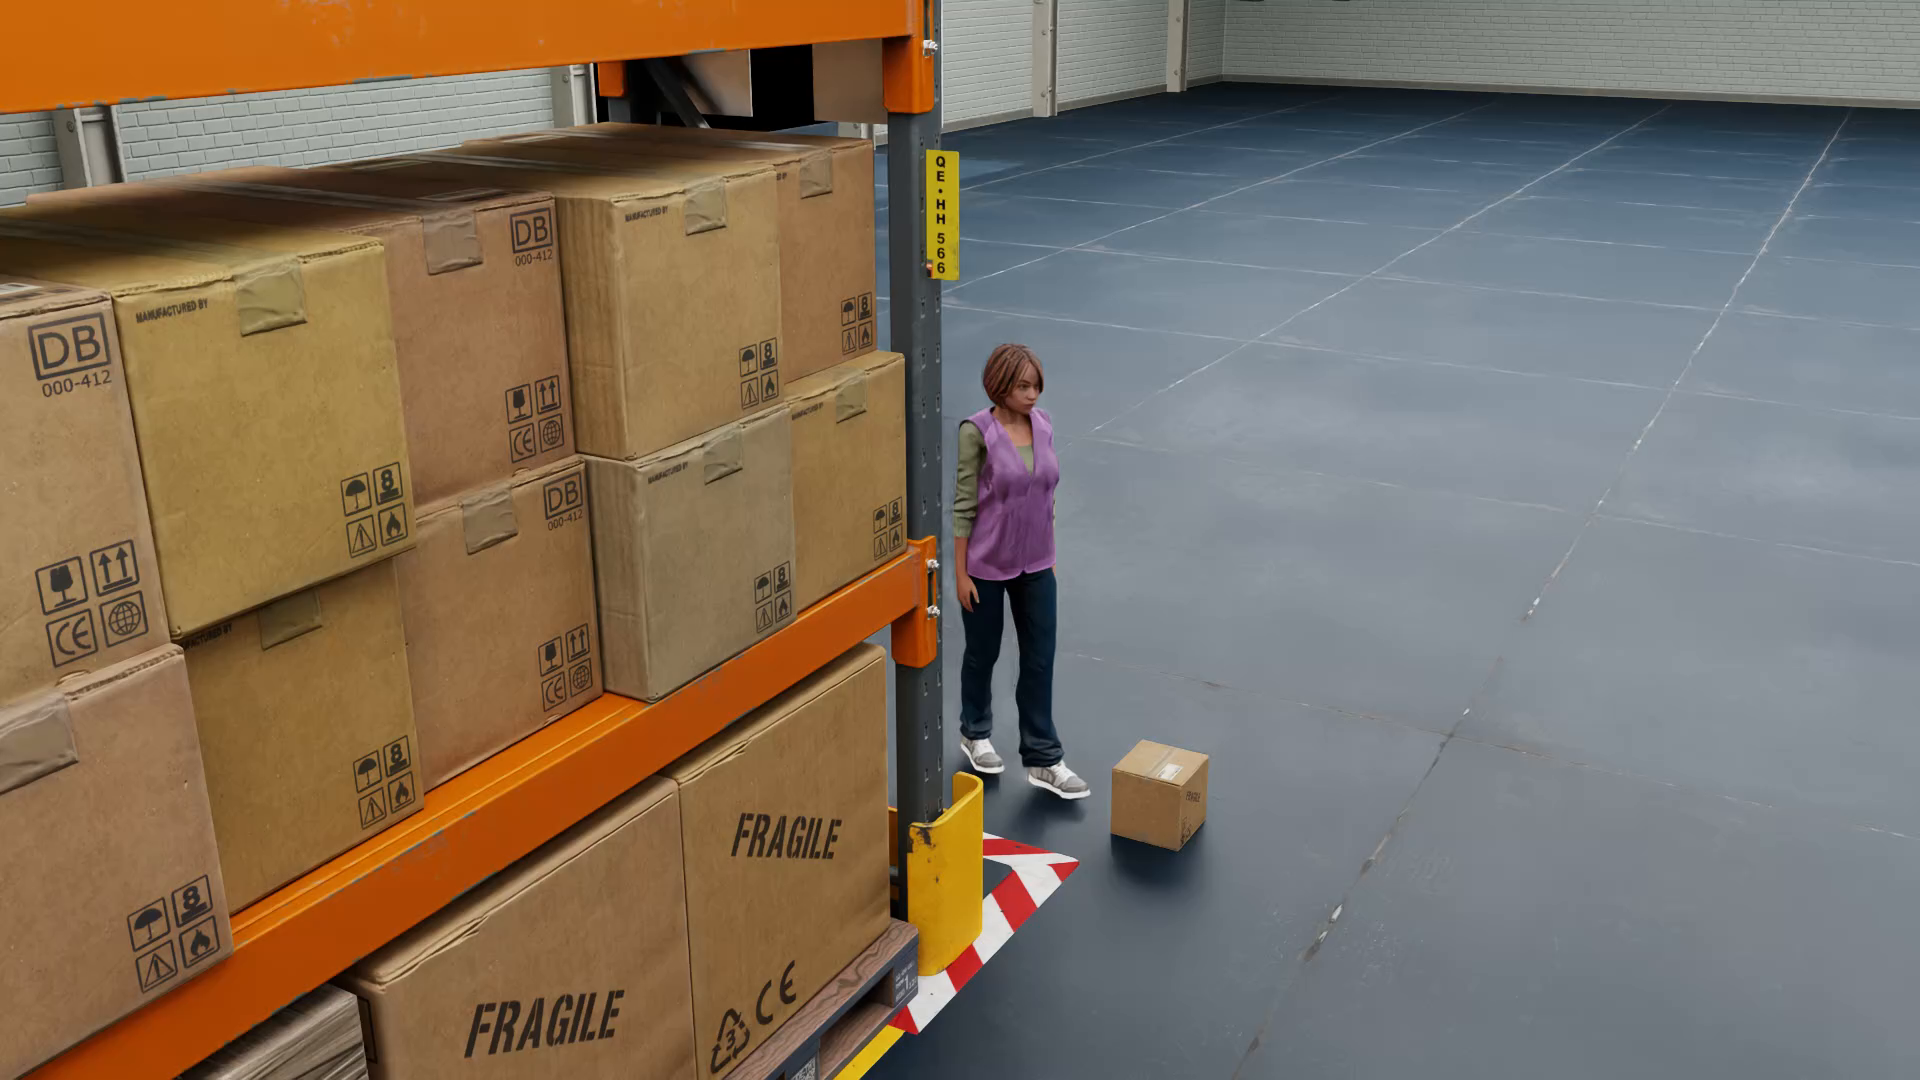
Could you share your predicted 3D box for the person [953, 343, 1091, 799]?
[{"bbox_3d":[0.190,0.110,5.738,0.424,1.589,0.598,-10,22,-25],"label":"person"}]
